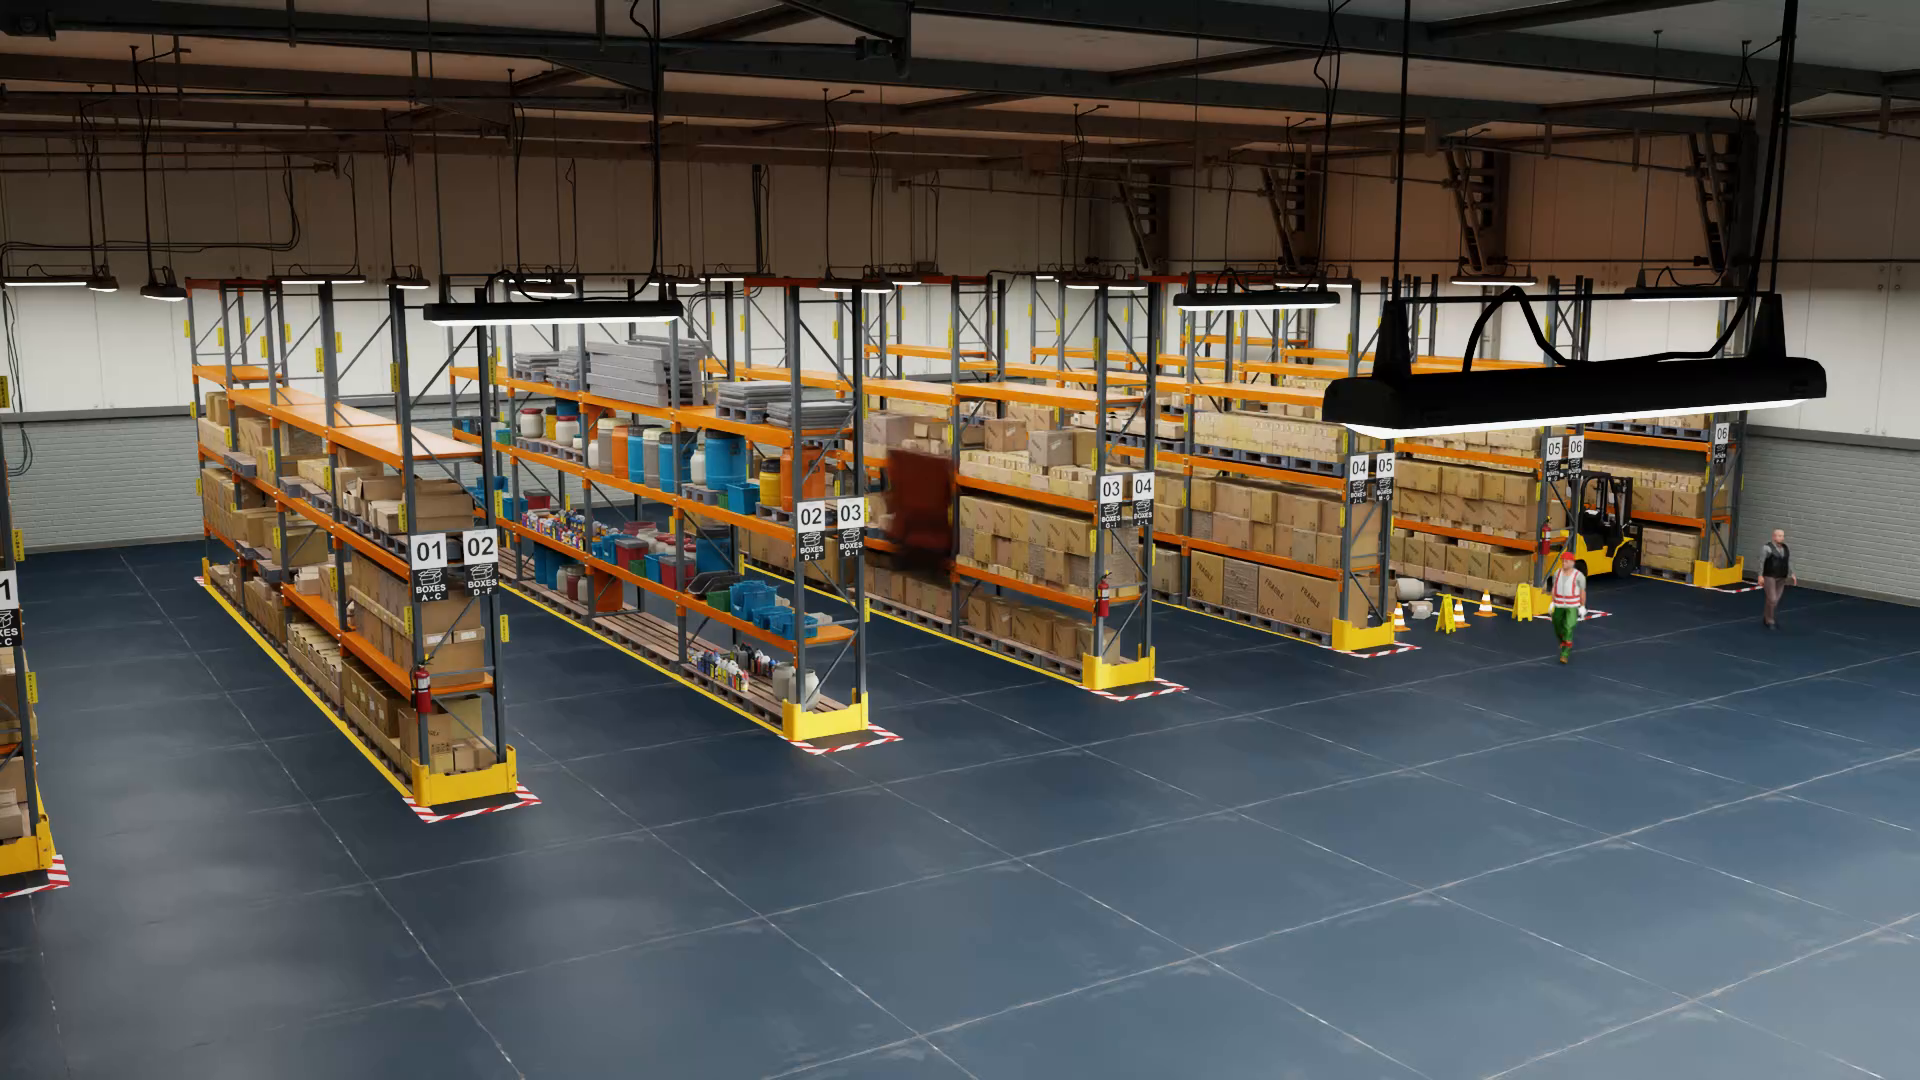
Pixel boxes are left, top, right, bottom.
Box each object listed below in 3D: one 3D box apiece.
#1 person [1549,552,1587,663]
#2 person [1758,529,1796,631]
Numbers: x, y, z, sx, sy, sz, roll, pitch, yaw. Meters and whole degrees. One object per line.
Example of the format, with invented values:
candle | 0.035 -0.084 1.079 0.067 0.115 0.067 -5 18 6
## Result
person | 9.691 1.045 26.502 0.553 1.753 1.019 5 11 29
person | 14.143 0.694 28.833 0.585 1.780 0.548 -2 10 -12
